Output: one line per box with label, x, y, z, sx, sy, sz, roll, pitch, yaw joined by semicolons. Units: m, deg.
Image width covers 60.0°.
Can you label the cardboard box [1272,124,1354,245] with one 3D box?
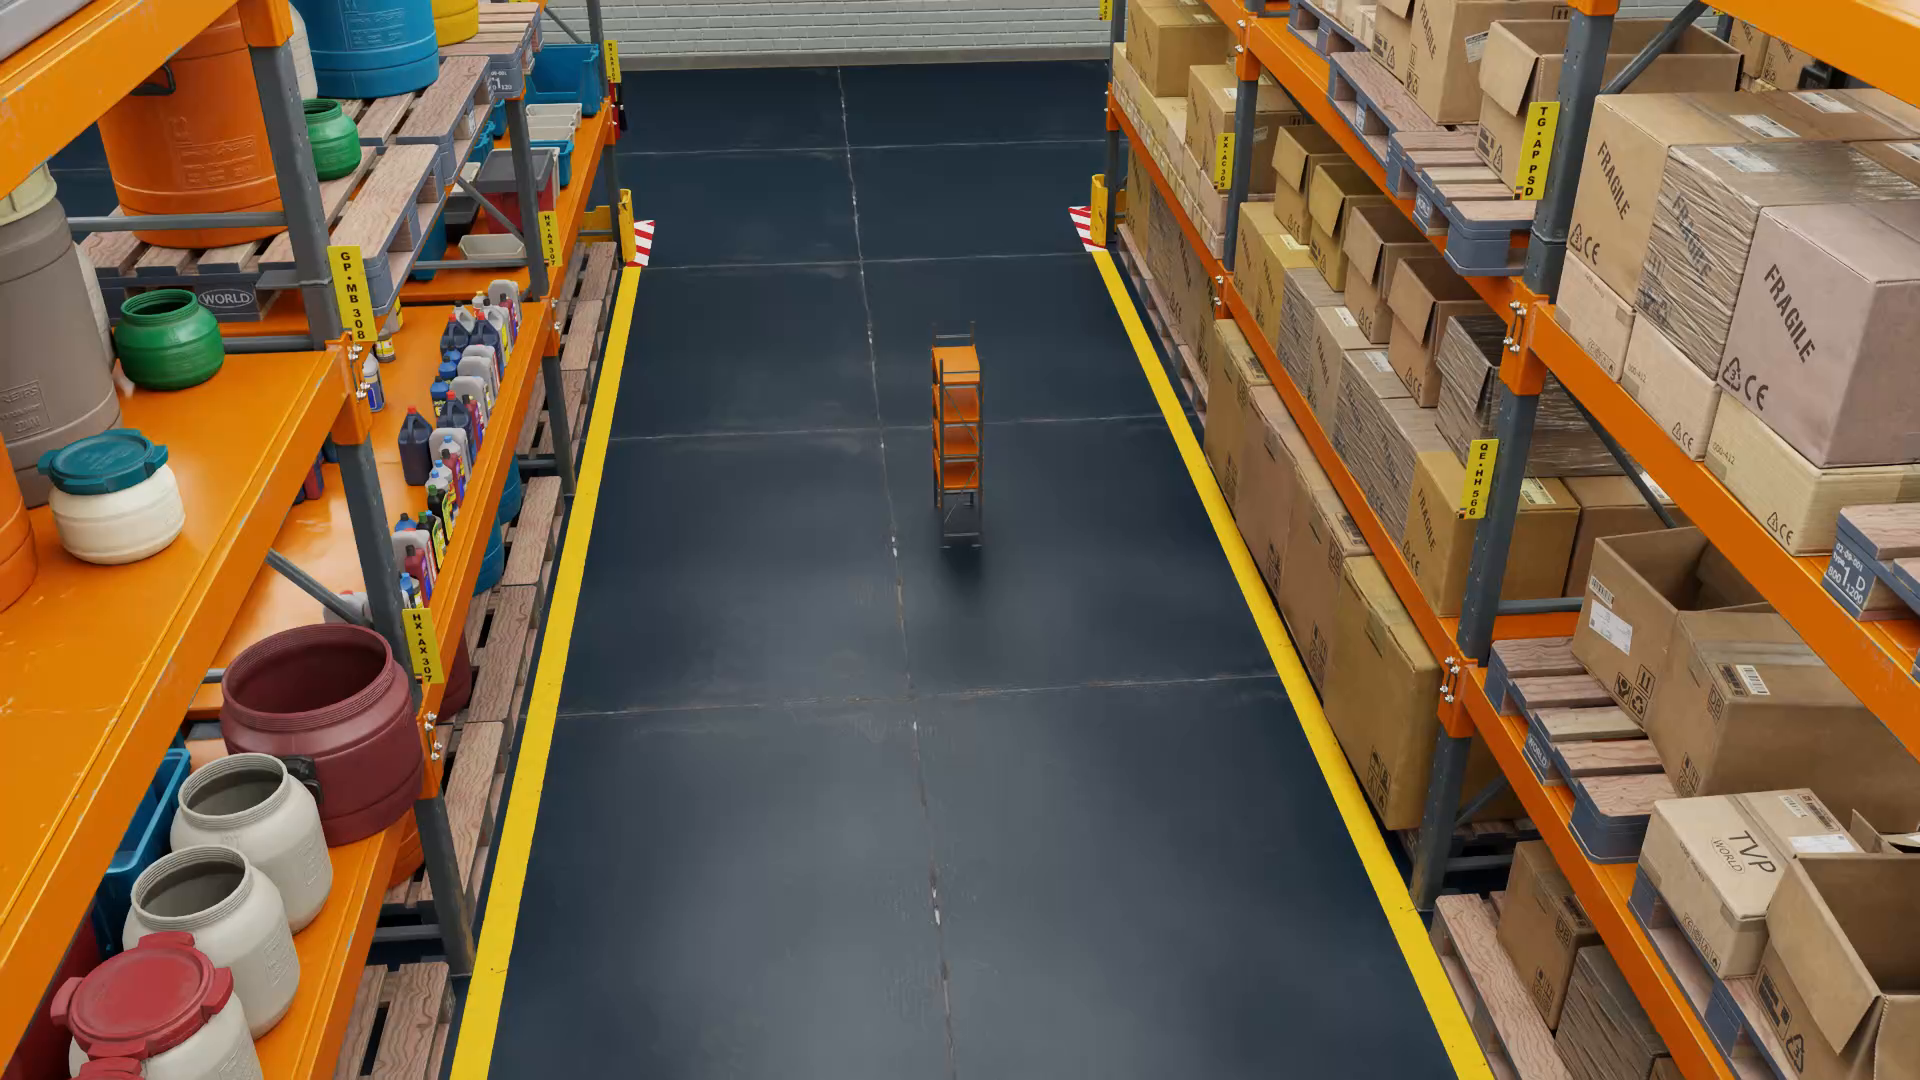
cardboard box;2.136;-1.941;8.999;0.797;0.503;0.637;-4;31;-6

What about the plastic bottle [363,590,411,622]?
plastic bottle;-2.208;0.303;6.439;0.152;0.276;0.135;-3;31;-5

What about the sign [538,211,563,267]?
sign;-2.315;-1.700;9.402;0.100;0.325;0.005;-3;31;-5

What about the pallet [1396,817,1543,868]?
pallet;2.443;1.040;7.803;1.003;0.211;1.213;-3;31;-5

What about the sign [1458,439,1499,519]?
sign;1.890;-0.220;6.064;0.100;0.325;0.005;-3;31;-5

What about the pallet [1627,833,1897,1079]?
pallet;2.668;1.340;4.769;1.003;0.211;1.213;-3;31;-5

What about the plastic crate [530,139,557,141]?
plastic crate;-2.871;-2.663;11.482;0.298;0.136;0.250;-3;31;-5

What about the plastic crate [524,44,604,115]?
plastic crate;-3.020;-3.477;12.553;0.616;0.435;0.499;-3;31;-5

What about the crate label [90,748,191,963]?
crate label;-2.666;0.991;5.131;0.502;0.435;0.616;-3;31;-5

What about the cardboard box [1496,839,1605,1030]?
cardboard box;2.524;1.474;6.365;0.700;0.500;0.500;-4;31;-7

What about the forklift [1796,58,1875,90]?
forklift;4.721;-0.875;8.357;1.130;2.935;3.031;-3;31;-6

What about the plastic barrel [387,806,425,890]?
plastic barrel;-2.552;0.989;6.877;0.600;0.830;0.708;-3;31;-5

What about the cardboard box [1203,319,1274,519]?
cardboard box;2.148;-0.735;9.719;1.225;0.875;0.875;-3;31;-4

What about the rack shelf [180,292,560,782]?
rack shelf;-2.676;-0.226;7.905;1.077;0.370;4.000;-3;31;-5

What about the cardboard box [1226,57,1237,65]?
cardboard box;2.051;-3.405;12.382;0.500;0.250;0.500;-3;31;-5

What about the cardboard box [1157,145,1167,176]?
cardboard box;1.570;-2.611;11.442;0.380;0.149;0.250;-2;31;-4

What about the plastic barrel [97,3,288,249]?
plastic barrel;-2.540;-1.456;5.509;0.600;0.830;0.708;-3;31;-5

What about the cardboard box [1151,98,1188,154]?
cardboard box;1.623;-2.853;11.457;0.500;0.250;0.500;-3;31;-6

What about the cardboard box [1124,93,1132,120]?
cardboard box;1.449;-3.269;12.543;0.380;0.149;0.250;-3;31;-6

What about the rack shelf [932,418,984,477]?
rack shelf;-0.015;-0.542;9.619;0.258;0.148;0.480;-3;31;-5

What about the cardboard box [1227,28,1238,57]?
cardboard box;2.002;-3.984;12.621;0.500;0.500;0.500;-2;31;-4

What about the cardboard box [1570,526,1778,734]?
cardboard box;2.532;0.300;5.817;0.500;0.500;0.500;-6;31;-11

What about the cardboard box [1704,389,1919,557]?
cardboard box;2.338;-0.198;4.378;0.500;0.250;0.500;-2;31;-4

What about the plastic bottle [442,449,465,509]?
plastic bottle;-2.271;-0.292;7.428;0.061;0.283;0.133;-3;31;-5

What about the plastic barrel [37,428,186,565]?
plastic barrel;-2.138;-0.104;4.209;0.301;0.262;0.301;0;31;0

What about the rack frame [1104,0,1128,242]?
rack frame;1.694;-3.835;13.246;1.000;3.000;0.127;-3;31;-5

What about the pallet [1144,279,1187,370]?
pallet;1.958;-1.612;12.244;1.003;0.211;1.213;-3;31;-5

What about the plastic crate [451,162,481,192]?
plastic crate;-3.325;-2.343;10.947;0.293;0.136;0.466;-3;31;-5

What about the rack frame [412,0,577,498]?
rack frame;-2.863;-1.556;9.430;1.000;3.000;0.127;-3;31;-5

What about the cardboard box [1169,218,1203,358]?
cardboard box;2.002;-1.862;11.604;0.875;0.875;0.875;-3;31;-5

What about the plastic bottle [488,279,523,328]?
plastic bottle;-2.505;-1.317;9.151;0.152;0.276;0.135;-3;31;-5

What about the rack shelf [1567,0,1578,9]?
rack shelf;2.255;-2.867;6.866;1.077;0.370;4.000;-3;31;-5

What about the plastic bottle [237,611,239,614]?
plastic bottle;-2.966;0.208;6.671;0.097;0.201;0.097;0;31;0

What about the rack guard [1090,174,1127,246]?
rack guard;1.692;-2.774;13.908;1.175;0.500;0.348;-3;31;-5

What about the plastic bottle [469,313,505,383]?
plastic bottle;-2.434;-0.987;8.525;0.144;0.351;0.185;-3;31;-5

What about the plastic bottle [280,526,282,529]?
plastic bottle;-3.030;-0.140;7.253;0.097;0.201;0.097;0;31;0

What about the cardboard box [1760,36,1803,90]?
cardboard box;6.484;-3.678;12.595;0.500;0.500;0.500;-3;31;-4

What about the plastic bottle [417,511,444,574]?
plastic bottle;-2.218;-0.007;6.950;0.061;0.283;0.133;-3;31;-5

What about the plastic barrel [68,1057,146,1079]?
plastic barrel;-2.055;1.597;4.020;0.433;0.535;0.433;0;31;0

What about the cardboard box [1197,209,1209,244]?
cardboard box;1.689;-1.957;10.347;0.380;0.149;0.250;-2;31;-4

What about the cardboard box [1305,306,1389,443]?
cardboard box;2.010;-0.814;8.090;0.500;0.500;0.500;-2;31;-4

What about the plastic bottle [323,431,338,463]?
plastic bottle;-2.946;-0.502;7.791;0.097;0.271;0.097;0;31;0

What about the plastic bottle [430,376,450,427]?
plastic bottle;-2.511;-0.668;8.070;0.097;0.271;0.097;0;31;0

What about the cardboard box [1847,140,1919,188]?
cardboard box;2.794;-0.803;4.660;0.500;0.500;0.500;-3;31;-5

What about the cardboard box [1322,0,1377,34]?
cardboard box;2.081;-2.659;8.028;0.500;0.311;0.500;-4;31;-6

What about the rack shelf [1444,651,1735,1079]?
rack shelf;2.629;1.579;4.883;1.077;0.370;4.000;-3;31;-5

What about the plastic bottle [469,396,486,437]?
plastic bottle;-2.351;-0.596;8.017;0.097;0.201;0.097;0;31;0

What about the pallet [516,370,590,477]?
pallet;-2.971;-0.732;10.771;1.003;0.211;1.213;-3;31;-5

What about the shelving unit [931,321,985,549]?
shelving unit;-0.015;-0.600;9.584;0.258;1.200;0.503;-3;31;-5
